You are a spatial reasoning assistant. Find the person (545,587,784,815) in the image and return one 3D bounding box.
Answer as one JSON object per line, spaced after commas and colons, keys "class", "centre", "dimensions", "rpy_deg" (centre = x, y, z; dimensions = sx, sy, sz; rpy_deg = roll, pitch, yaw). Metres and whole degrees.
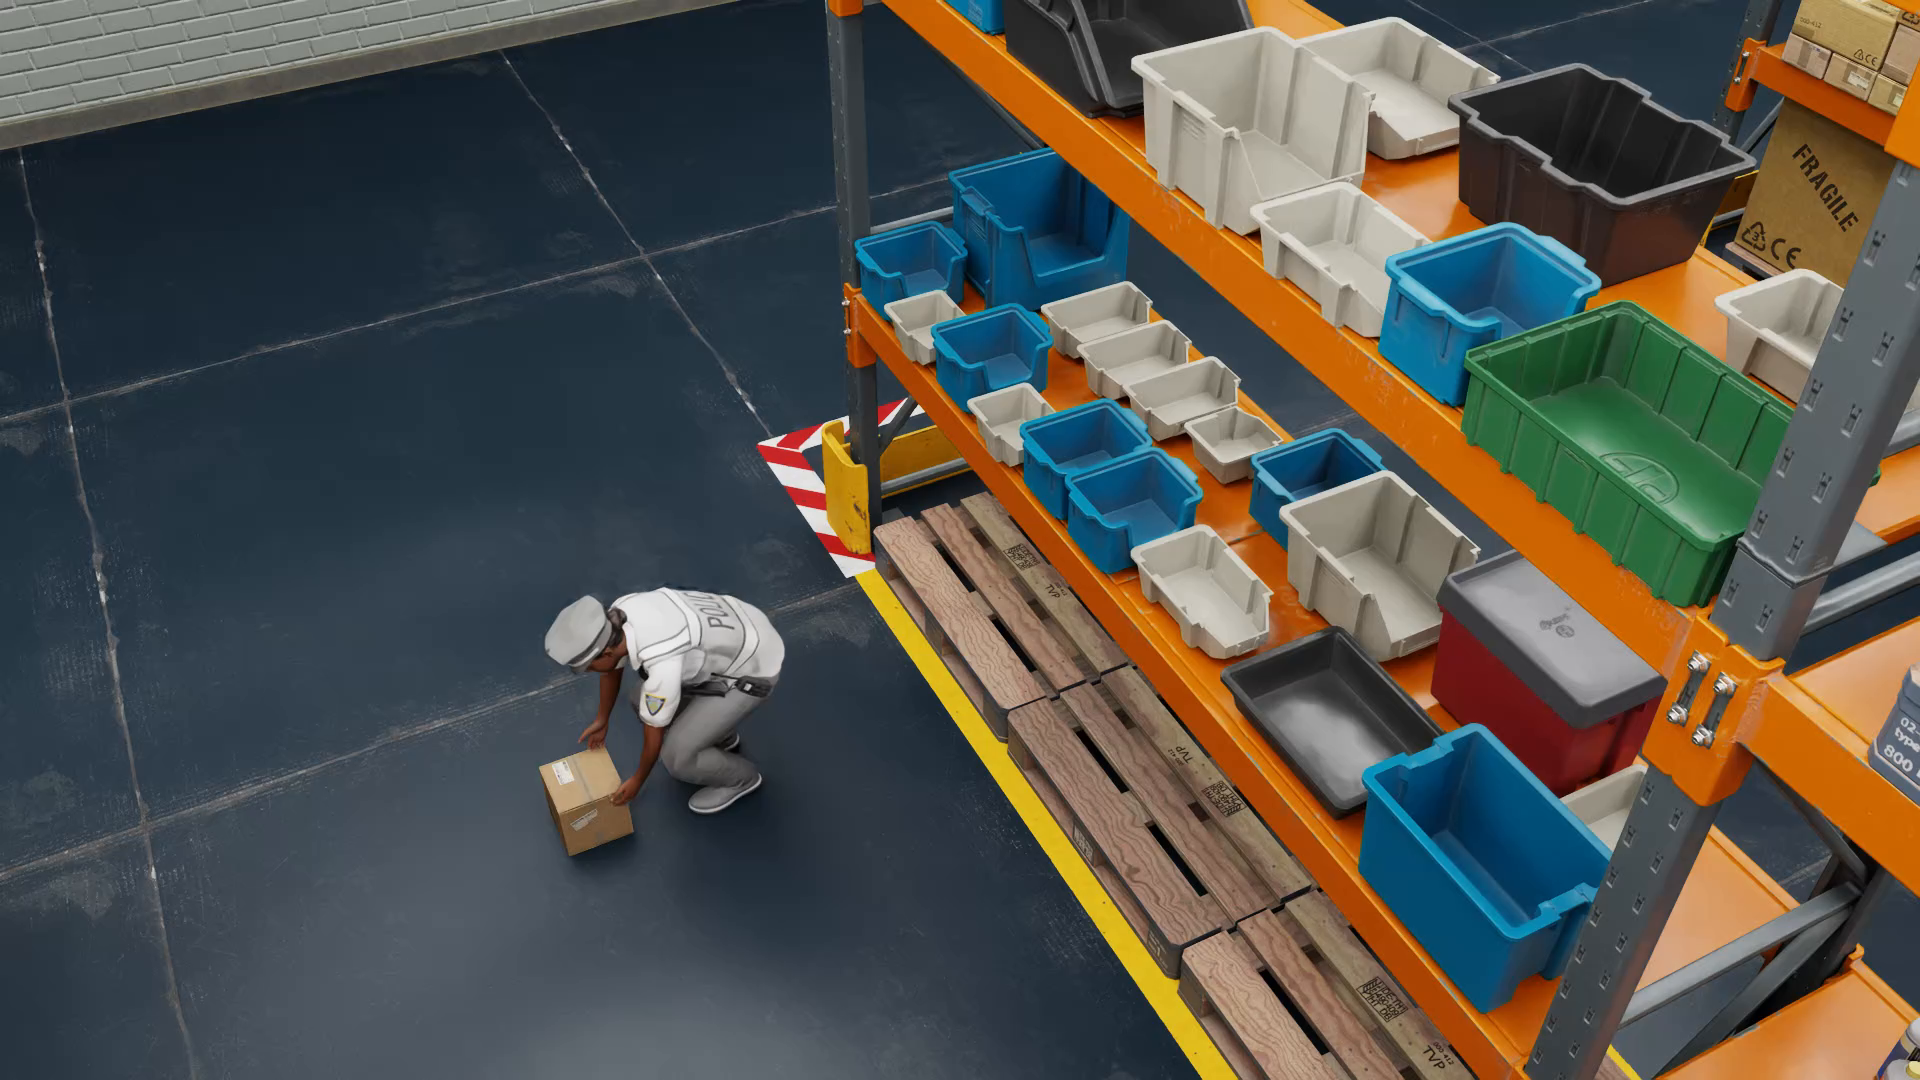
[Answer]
{"class": "person", "centre": [-1.032, 0.551, 6.020], "dimensions": [0.835, 1.083, 0.494], "rpy_deg": [-19, 45, -20]}
